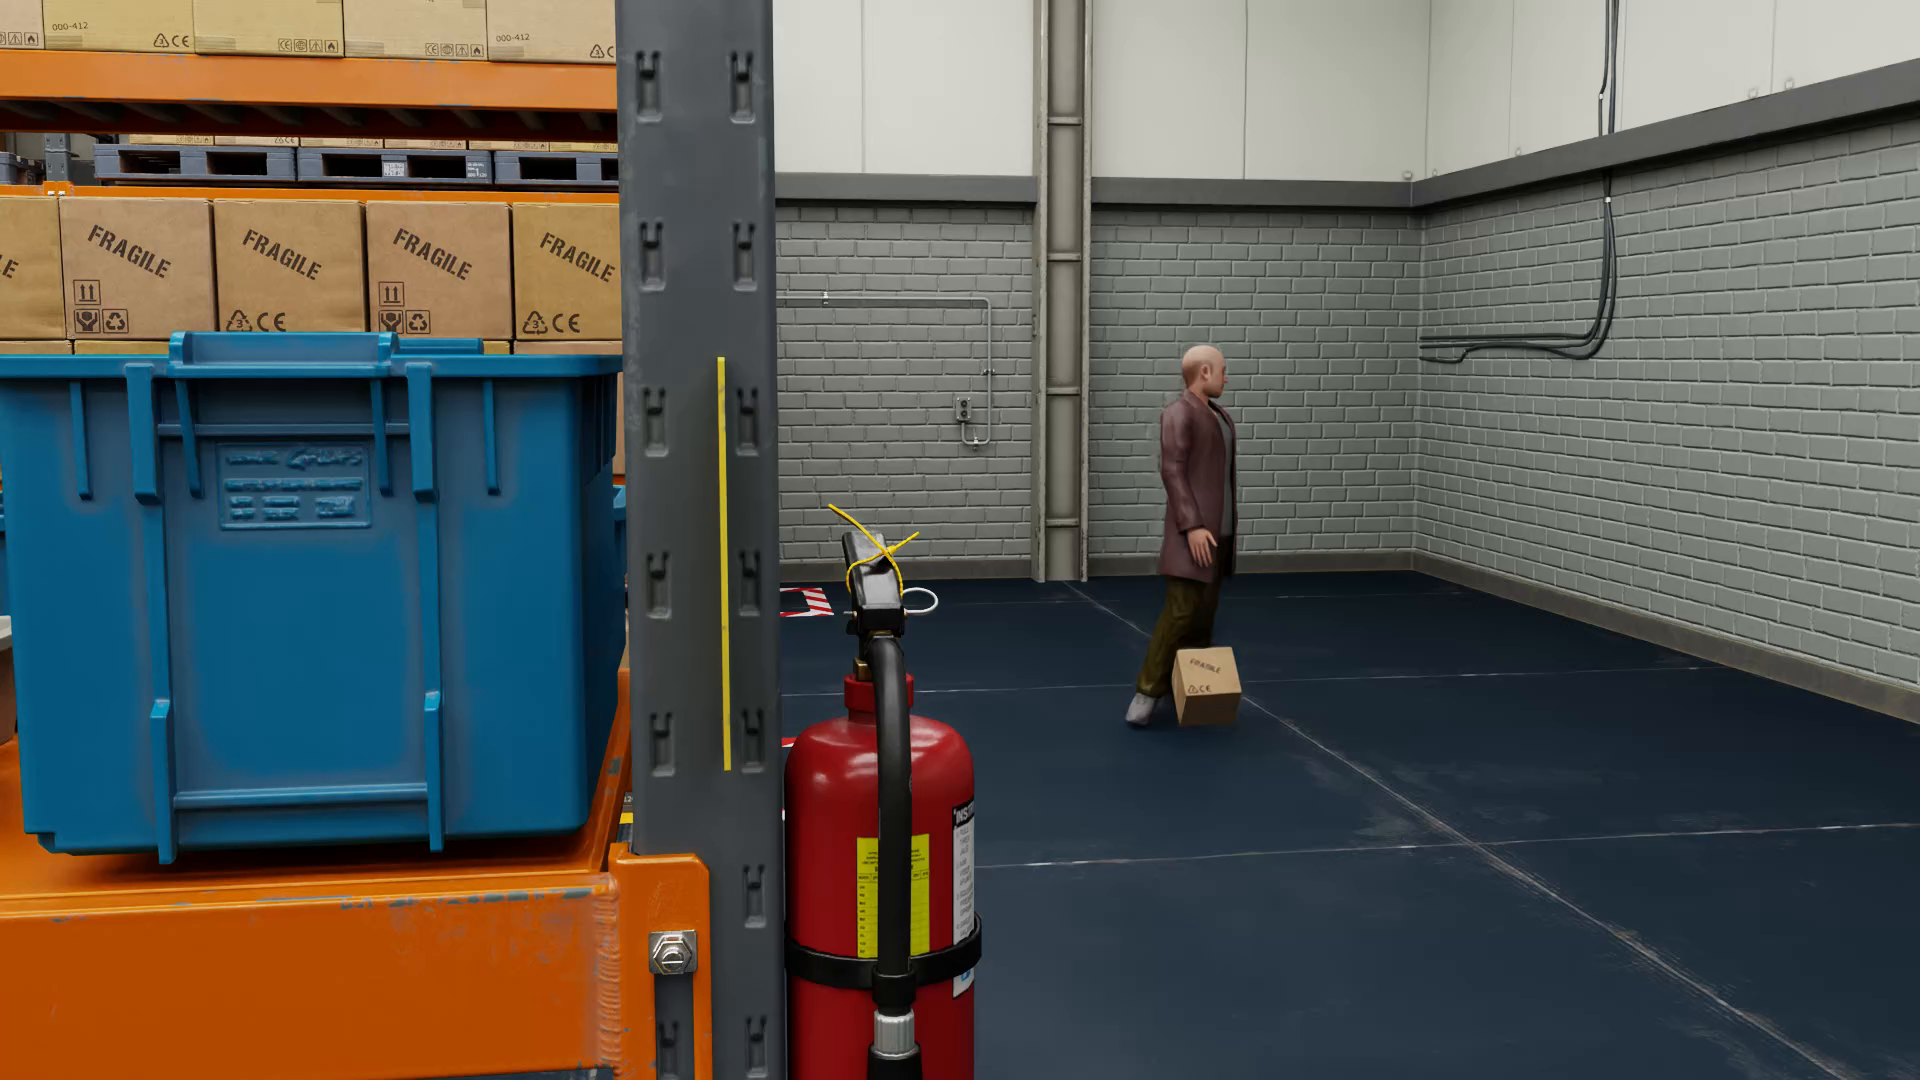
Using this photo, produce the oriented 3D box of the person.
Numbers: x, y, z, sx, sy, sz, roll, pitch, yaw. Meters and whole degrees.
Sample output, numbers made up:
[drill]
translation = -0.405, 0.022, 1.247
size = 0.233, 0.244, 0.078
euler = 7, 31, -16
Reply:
[person]
translation = 1.089, -0.035, 7.935
size = 0.459, 1.776, 0.730
euler = 4, 8, 34
